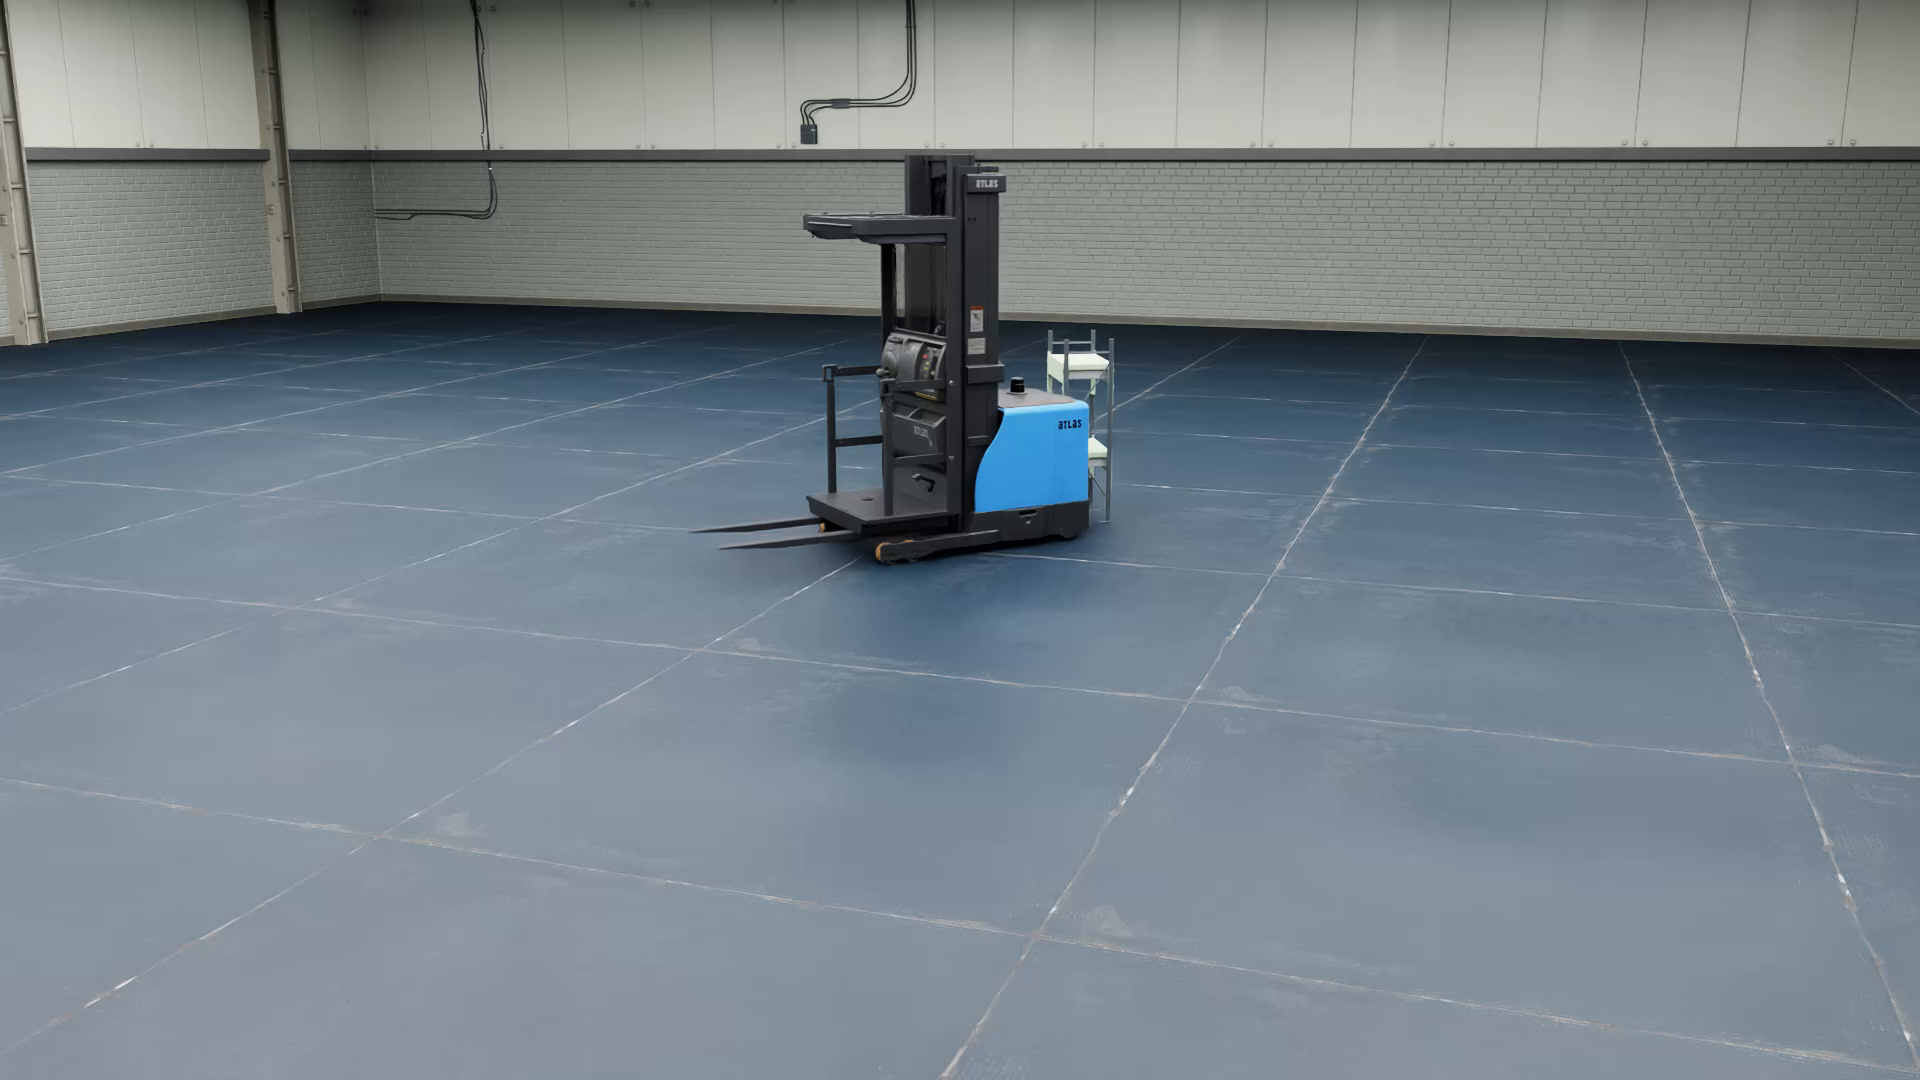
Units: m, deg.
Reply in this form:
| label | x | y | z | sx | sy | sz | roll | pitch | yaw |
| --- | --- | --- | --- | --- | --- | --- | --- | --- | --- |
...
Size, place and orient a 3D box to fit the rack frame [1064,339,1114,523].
| label | x | y | z | sx | sy | sz | roll | pitch | yaw |
| --- | --- | --- | --- | --- | --- | --- | --- | --- | --- |
| rack frame | 1.030 | -0.871 | 13.433 | 0.400 | 1.500 | 0.023 | -2 | 13 | -7 |

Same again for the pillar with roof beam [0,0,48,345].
| label | x | y | z | sx | sy | sz | roll | pitch | yaw |
| --- | --- | --- | --- | --- | --- | --- | --- | --- | --- |
| pillar with roof beam | -10.954 | -7.254 | 24.546 | 9.100 | 9.000 | 0.400 | 4 | 14 | 18 |

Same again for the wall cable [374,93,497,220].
| label | x | y | z | sx | sy | sz | roll | pitch | yaw |
| --- | --- | --- | --- | --- | --- | --- | --- | --- | --- |
| wall cable | -10.882 | -7.838 | 34.085 | 3.097 | 2.526 | 0.112 | 4 | 14 | 18 |

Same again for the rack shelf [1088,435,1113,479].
| label | x | y | z | sx | sy | sz | roll | pitch | yaw |
| --- | --- | --- | --- | --- | --- | --- | --- | --- | --- |
| rack shelf | 0.985 | -0.634 | 13.859 | 0.431 | 0.370 | 0.720 | -2 | 13 | -7 |

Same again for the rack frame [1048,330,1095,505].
| label | x | y | z | sx | sy | sz | roll | pitch | yaw |
| --- | --- | --- | --- | --- | --- | --- | --- | --- | --- |
| rack frame | 0.940 | -1.032 | 14.141 | 0.400 | 1.500 | 0.023 | -2 | 13 | -7 |

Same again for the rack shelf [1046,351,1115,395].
| label | x | y | z | sx | sy | sz | roll | pitch | yaw |
| --- | --- | --- | --- | --- | --- | --- | --- | --- | --- |
| rack shelf | 0.985 | -1.332 | 13.700 | 0.431 | 0.370 | 0.720 | -2 | 13 | -7 |

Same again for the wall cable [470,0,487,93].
| label | x | y | z | sx | sy | sz | roll | pitch | yaw |
| --- | --- | --- | --- | --- | --- | --- | --- | --- | --- |
| wall cable | -8.322 | -10.106 | 32.669 | 3.097 | 2.526 | 0.112 | 4 | 14 | 18 |

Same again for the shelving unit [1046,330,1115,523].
| label | x | y | z | sx | sy | sz | roll | pitch | yaw |
| --- | --- | --- | --- | --- | --- | --- | --- | --- | --- |
| shelving unit | 0.985 | -0.952 | 13.787 | 0.431 | 1.500 | 0.755 | -2 | 13 | -7 |

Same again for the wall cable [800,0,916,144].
| label | x | y | z | sx | sy | sz | roll | pitch | yaw |
| --- | --- | --- | --- | --- | --- | --- | --- | --- | --- |
| wall cable | -1.904 | -10.323 | 30.351 | 2.305 | 6.003 | 0.169 | 4 | 14 | 18 |

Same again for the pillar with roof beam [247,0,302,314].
| label | x | y | z | sx | sy | sz | roll | pitch | yaw |
| --- | --- | --- | --- | --- | --- | --- | --- | --- | --- |
| pillar with roof beam | -9.013 | -8.517 | 30.081 | 9.100 | 9.000 | 0.400 | 4 | 14 | 18 |

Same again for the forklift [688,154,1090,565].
| label | x | y | z | sx | sy | sz | roll | pitch | yaw |
| --- | --- | --- | --- | --- | --- | --- | --- | --- | --- |
| forklift | -0.527 | -1.380 | 12.446 | 3.031 | 2.935 | 1.130 | -7 | 15 | -28 |
